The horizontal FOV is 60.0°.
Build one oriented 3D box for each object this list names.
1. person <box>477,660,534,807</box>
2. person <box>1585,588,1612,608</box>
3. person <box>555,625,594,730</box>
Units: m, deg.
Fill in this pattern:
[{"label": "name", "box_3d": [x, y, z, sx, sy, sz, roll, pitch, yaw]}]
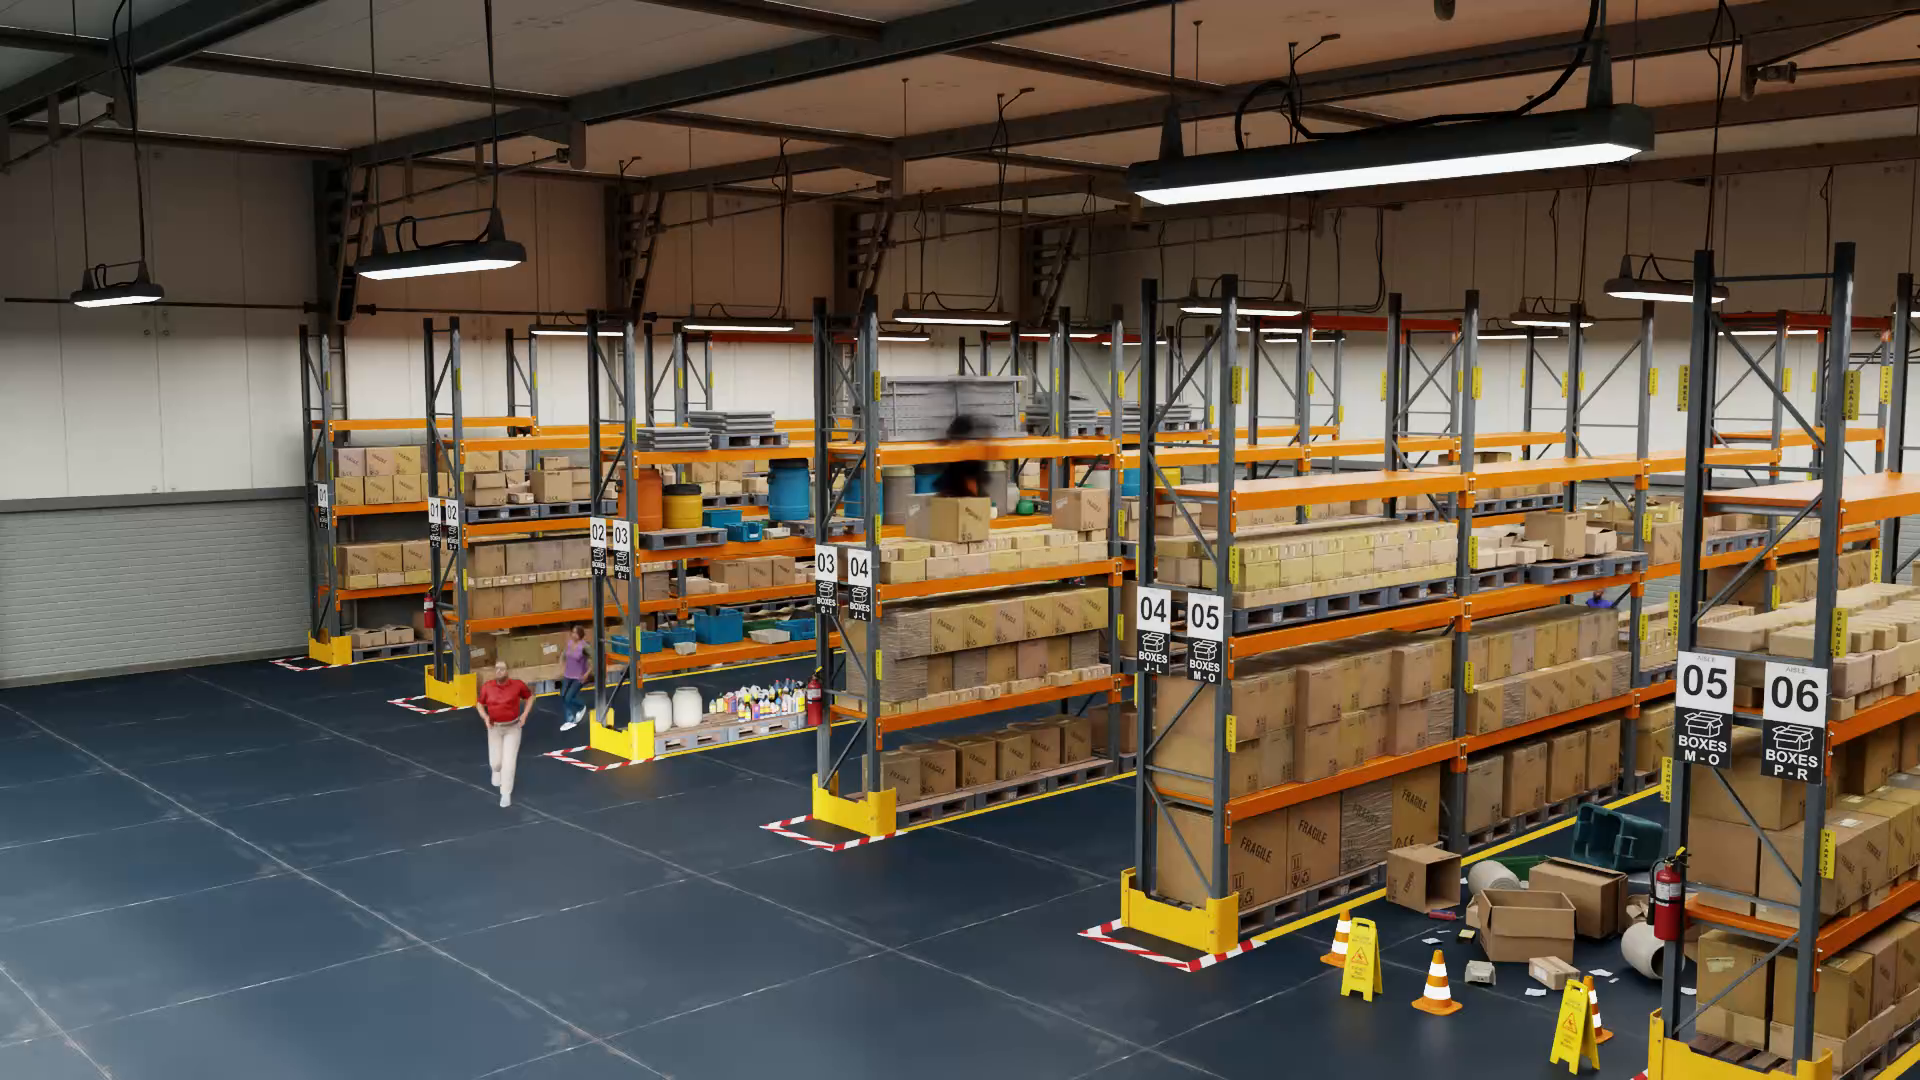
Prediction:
[{"label": "person", "box_3d": [-5.503, 2.305, 20.150, 0.670, 1.717, 0.834, -1, 6, -7]}, {"label": "person", "box_3d": [10.546, 1.575, 27.492, 0.594, 1.698, 0.860, 5, 8, 42]}, {"label": "person", "box_3d": [-5.547, 1.993, 23.986, 0.594, 1.543, 0.483, 3, 6, 27]}]
